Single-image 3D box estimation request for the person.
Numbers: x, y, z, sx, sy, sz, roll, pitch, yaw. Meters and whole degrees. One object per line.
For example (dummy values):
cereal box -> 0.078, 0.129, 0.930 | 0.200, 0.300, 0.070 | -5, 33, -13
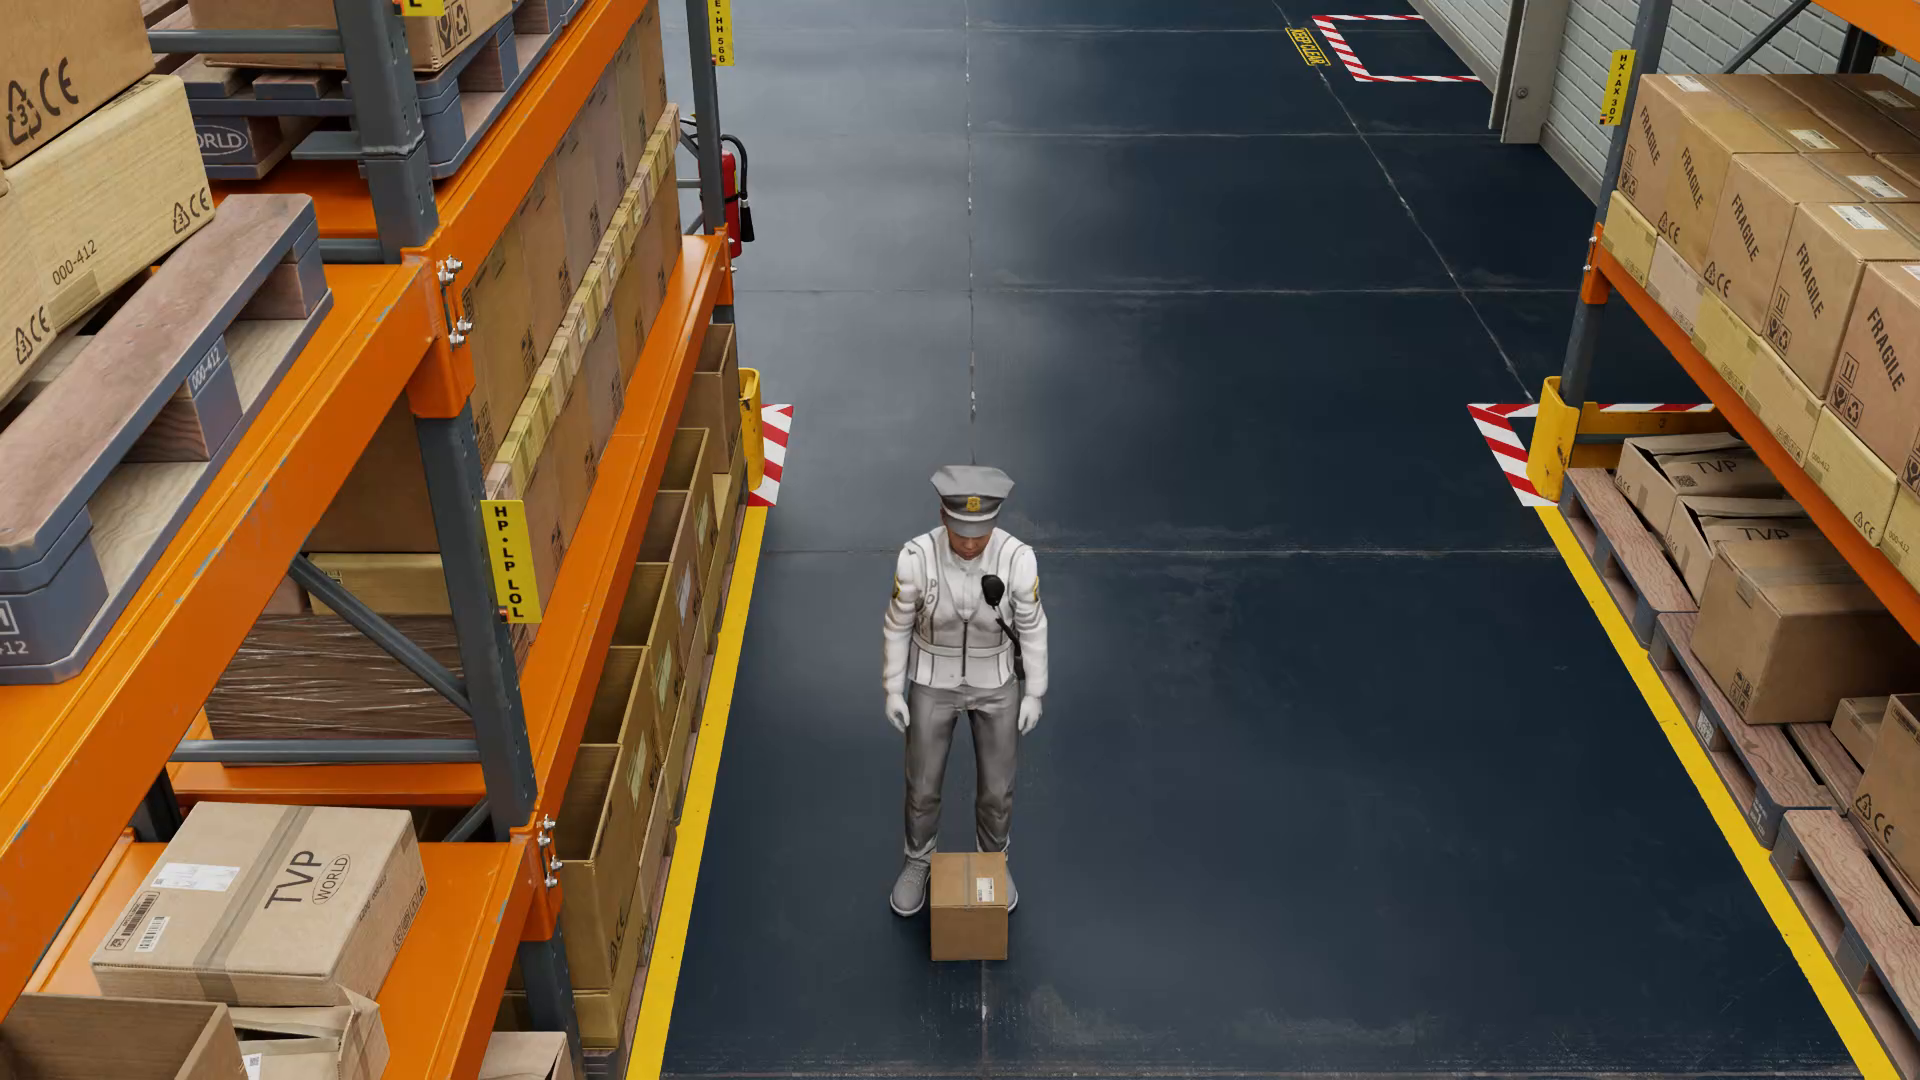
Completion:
person -> 0.016, 0.486, 5.345 | 0.529, 1.663, 0.373 | 0, 32, 1
